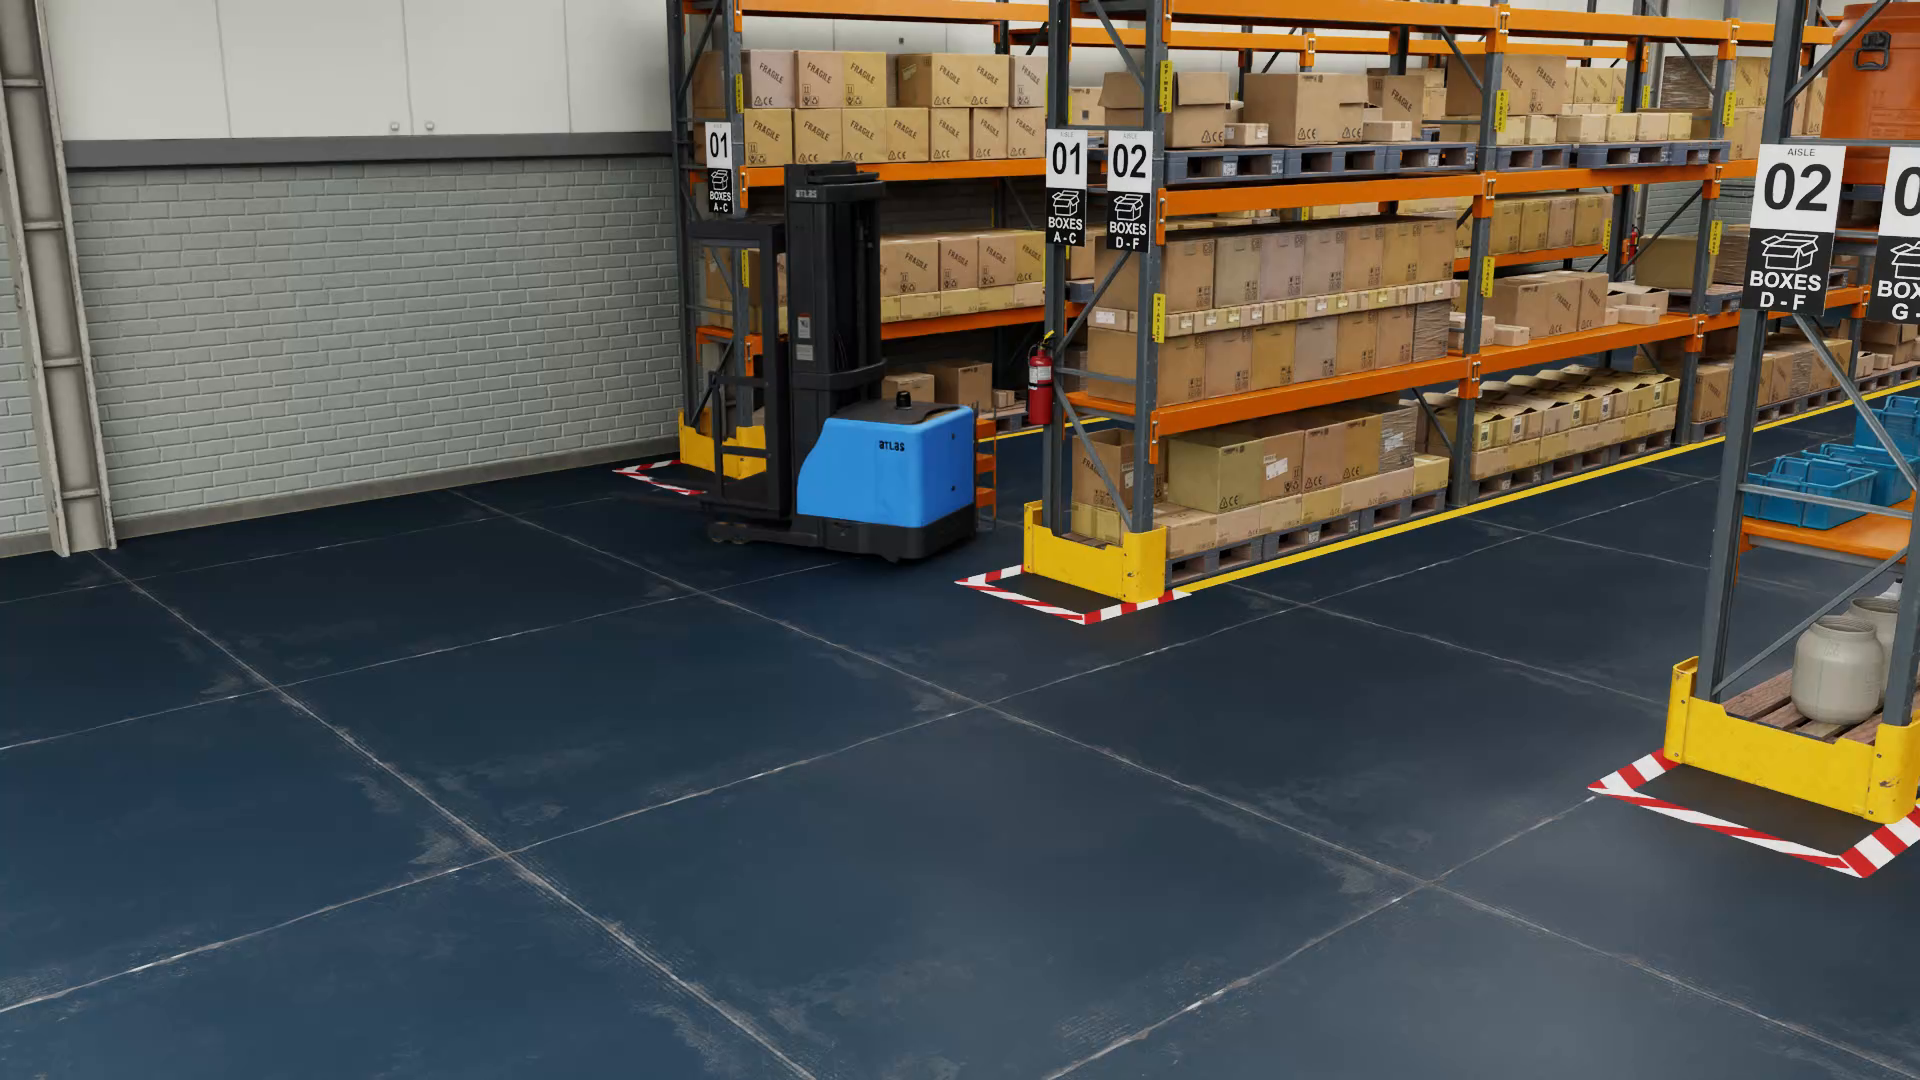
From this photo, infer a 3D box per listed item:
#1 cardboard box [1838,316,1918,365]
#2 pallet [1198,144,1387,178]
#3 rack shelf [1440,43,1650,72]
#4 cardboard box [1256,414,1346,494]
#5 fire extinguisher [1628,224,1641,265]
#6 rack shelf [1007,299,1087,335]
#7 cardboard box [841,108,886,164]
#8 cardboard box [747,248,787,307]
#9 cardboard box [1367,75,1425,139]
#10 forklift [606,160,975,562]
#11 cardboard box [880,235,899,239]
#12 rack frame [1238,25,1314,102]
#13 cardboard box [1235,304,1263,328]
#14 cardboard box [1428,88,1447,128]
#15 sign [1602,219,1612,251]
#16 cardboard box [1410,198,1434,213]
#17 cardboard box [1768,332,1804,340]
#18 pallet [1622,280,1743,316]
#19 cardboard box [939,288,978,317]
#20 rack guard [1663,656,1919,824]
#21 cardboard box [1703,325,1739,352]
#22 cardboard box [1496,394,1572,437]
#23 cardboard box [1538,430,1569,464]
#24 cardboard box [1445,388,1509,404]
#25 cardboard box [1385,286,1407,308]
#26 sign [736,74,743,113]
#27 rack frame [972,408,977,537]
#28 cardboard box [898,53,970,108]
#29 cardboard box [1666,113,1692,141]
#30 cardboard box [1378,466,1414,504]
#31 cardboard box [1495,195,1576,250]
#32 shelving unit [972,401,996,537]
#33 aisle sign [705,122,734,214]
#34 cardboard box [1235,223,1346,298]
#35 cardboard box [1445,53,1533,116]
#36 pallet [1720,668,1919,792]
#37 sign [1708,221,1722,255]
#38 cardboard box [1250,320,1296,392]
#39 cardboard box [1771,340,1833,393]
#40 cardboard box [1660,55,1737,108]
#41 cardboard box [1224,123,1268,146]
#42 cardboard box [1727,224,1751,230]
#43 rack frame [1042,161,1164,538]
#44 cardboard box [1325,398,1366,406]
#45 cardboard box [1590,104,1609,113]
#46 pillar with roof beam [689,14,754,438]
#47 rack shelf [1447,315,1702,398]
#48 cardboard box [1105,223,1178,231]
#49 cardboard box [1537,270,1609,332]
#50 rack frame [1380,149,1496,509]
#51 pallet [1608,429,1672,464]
[{"bbox_3d":[11.446,-2.506,20.804,0.637,0.503,0.797,-13,19,-39],"label":"cardboard box"},{"bbox_3d":[2.451,-2.876,12.565,1.213,0.211,1.003,-13,19,-39],"label":"pallet"},{"bbox_3d":[8.286,-6.840,23.590,4.000,0.370,1.077,-13,19,-39],"label":"rack shelf"},{"bbox_3d":[2.664,-0.685,13.064,0.500,0.500,0.500,-13,19,-39],"label":"cardboard box"},{"bbox_3d":[10.212,-4.540,25.306,0.183,0.674,0.296,-13,19,-39],"label":"fire extinguisher"},{"bbox_3d":[2.251,-2.780,19.239,4.000,0.370,1.077,-13,19,-39],"label":"rack shelf"},{"bbox_3d":[-1.041,-3.799,15.615,0.500,0.500,0.500,-12,19,-37],"label":"cardboard box"},{"bbox_3d":[-1.718,-2.433,15.345,0.500,0.500,0.500,-13,19,-39],"label":"cardboard box"},{"bbox_3d":[3.444,-3.559,13.670,0.500,0.500,0.500,-11,18,-35],"label":"cardboard box"},{"bbox_3d":[-1.437,-1.488,13.140,3.031,2.935,1.130,7,17,25],"label":"forklift"},{"bbox_3d":[-0.906,-2.789,16.677,0.500,0.500,0.500,-12,19,-39],"label":"cardboard box"},{"bbox_3d":[3.760,-6.365,19.641,0.127,3.000,1.000,-13,19,-39],"label":"rack frame"},{"bbox_3d":[1.995,-1.663,12.213,0.250,0.149,0.380,-13,20,-40],"label":"cardboard box"},{"bbox_3d":[6.042,-5.726,22.017,0.500,0.500,0.700,-14,20,-42],"label":"cardboard box"},{"bbox_3d":[6.651,-3.128,17.057,0.005,0.325,0.100,-13,19,-39],"label":"sign"},{"bbox_3d":[5.816,-4.408,21.678,0.500,0.250,0.500,-12,19,-38],"label":"cardboard box"},{"bbox_3d":[9.507,-2.151,19.480,0.500,0.500,0.500,-14,20,-42],"label":"cardboard box"},{"bbox_3d":[7.480,-2.538,17.313,1.003,0.211,1.213,-13,19,-39],"label":"pallet"},{"bbox_3d":[-0.166,-2.416,16.733,0.500,0.250,0.500,-13,20,-40],"label":"cardboard box"},{"bbox_3d":[4.255,1.003,8.526,0.348,0.500,1.175,-13,19,-39],"label":"rack guard"},{"bbox_3d":[8.375,-2.258,18.431,0.500,0.250,0.500,-13,20,-40],"label":"cardboard box"},{"bbox_3d":[5.243,-1.164,15.222,0.500,0.311,0.500,-14,20,-41],"label":"cardboard box"},{"bbox_3d":[5.240,-0.894,15.300,0.500,0.250,0.500,-13,20,-41],"label":"cardboard box"},{"bbox_3d":[4.881,-1.268,15.613,0.500,0.311,0.500,-13,20,-40],"label":"cardboard box"},{"bbox_3d":[3.351,-1.968,13.354,0.250,0.149,0.380,-13,20,-39],"label":"cardboard box"},{"bbox_3d":[-1.919,-3.877,14.446,0.005,0.325,0.100,-13,19,-39],"label":"sign"},{"bbox_3d":[0.053,-0.547,13.264,0.200,1.050,0.008,13,19,39],"label":"rack frame"},{"bbox_3d":[-0.251,-4.456,16.137,0.500,0.500,0.500,-14,20,-41],"label":"cardboard box"},{"bbox_3d":[6.709,-3.994,16.056,0.500,0.250,0.500,14,21,43],"label":"cardboard box"},{"bbox_3d":[3.407,-0.496,13.807,0.500,0.250,0.500,-13,19,-39],"label":"cardboard box"},{"bbox_3d":[8.294,-4.625,24.173,0.700,0.700,0.980,-14,20,-42],"label":"cardboard box"},{"bbox_3d":[0.133,-0.571,13.353,0.215,1.050,0.252,13,19,39],"label":"shelving unit"},{"bbox_3d":[-2.132,-3.297,14.741,0.004,0.787,0.394,-13,19,-39],"label":"aisle sign"},{"bbox_3d":[2.531,-2.169,12.849,0.500,0.500,0.700,-13,19,-39],"label":"cardboard box"},{"bbox_3d":[4.488,-3.864,14.114,0.500,0.500,0.500,-12,19,-39],"label":"cardboard box"},{"bbox_3d":[4.871,1.006,9.074,1.213,0.211,1.003,-13,19,-39],"label":"pallet"},{"bbox_3d":[7.382,-2.955,16.255,0.005,0.325,0.100,-13,19,-39],"label":"sign"},{"bbox_3d":[2.112,-1.445,12.654,0.500,0.500,0.700,-12,19,-39],"label":"cardboard box"},{"bbox_3d":[9.470,-1.964,18.780,0.500,0.500,0.500,-13,19,-39],"label":"cardboard box"},{"bbox_3d":[7.348,-4.556,16.550,0.500,0.500,0.500,-13,19,-39],"label":"cardboard box"},{"bbox_3d":[1.983,-2.911,11.924,0.250,0.149,0.380,-13,19,-39],"label":"cardboard box"},{"bbox_3d":[9.051,-3.266,18.657,0.500,0.500,0.700,-9,17,-31],"label":"cardboard box"},{"bbox_3d":[0.980,-1.147,11.733,0.127,3.000,1.000,-13,19,-39],"label":"rack frame"},{"bbox_3d":[3.070,-0.958,14.085,0.500,0.500,0.500,-13,19,-39],"label":"cardboard box"},{"bbox_3d":[9.025,-6.185,24.065,0.500,0.250,0.500,-14,20,-41],"label":"cardboard box"},{"bbox_3d":[0.511,-4.458,12.504,0.400,9.000,9.100,-13,19,-39],"label":"pillar with roof beam"},{"bbox_3d":[5.506,-1.816,15.631,4.000,0.370,1.077,-13,19,-39],"label":"rack shelf"},{"bbox_3d":[2.051,-3.340,18.896,0.500,0.500,0.700,-10,18,-32],"label":"cardboard box"},{"bbox_3d":[5.760,-2.264,15.718,0.500,0.500,0.500,-14,20,-42],"label":"cardboard box"},{"bbox_3d":[3.997,-1.825,14.270,0.127,3.000,1.000,-13,19,-39],"label":"rack frame"},{"bbox_3d":[6.368,-1.024,16.673,1.213,0.211,1.003,-13,19,-39],"label":"pallet"}]
